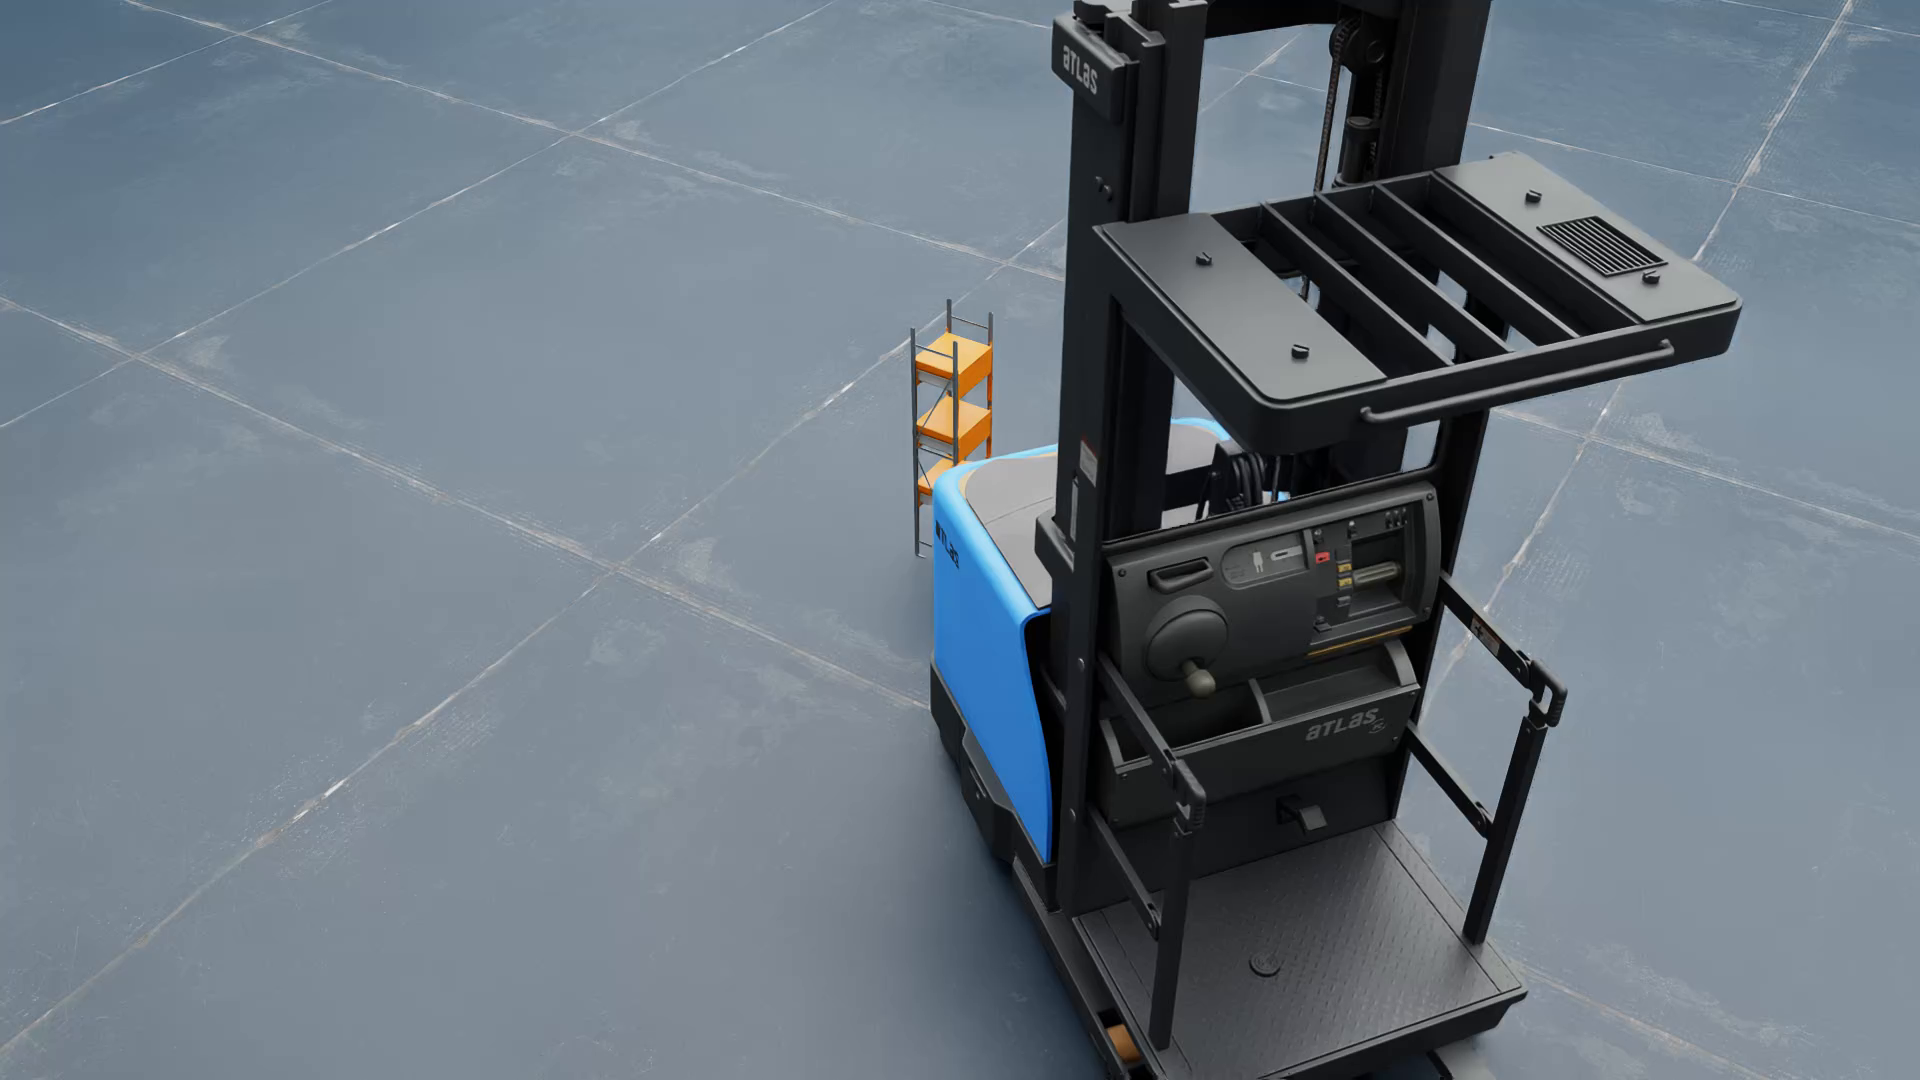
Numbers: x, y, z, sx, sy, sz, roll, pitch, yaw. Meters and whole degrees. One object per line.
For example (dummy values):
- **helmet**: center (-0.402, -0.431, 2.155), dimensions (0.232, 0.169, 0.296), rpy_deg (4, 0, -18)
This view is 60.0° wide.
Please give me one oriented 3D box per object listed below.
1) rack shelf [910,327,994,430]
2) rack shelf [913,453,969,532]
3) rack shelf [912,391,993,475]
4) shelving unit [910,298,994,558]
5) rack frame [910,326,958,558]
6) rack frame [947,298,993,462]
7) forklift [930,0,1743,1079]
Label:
- **rack shelf**: center (-0.029, -0.605, 6.227), dimensions (0.215, 0.259, 0.240), rpy_deg (21, 42, 25)
- **rack shelf**: center (-0.029, -0.160, 6.570), dimensions (0.215, 0.259, 0.240), rpy_deg (21, 42, 25)
- **rack shelf**: center (-0.029, -0.380, 6.400), dimensions (0.215, 0.259, 0.240), rpy_deg (21, 42, 25)
- **shelving unit**: center (-0.029, -0.388, 6.394), dimensions (0.215, 1.050, 0.252), rpy_deg (21, 42, 25)
- **rack frame**: center (-0.094, -0.325, 6.312), dimensions (0.200, 1.050, 0.008), rpy_deg (21, 42, 25)
- **rack frame**: center (0.037, -0.451, 6.475), dimensions (0.200, 1.050, 0.008), rpy_deg (21, 42, 25)
- **forklift**: center (0.895, 0.202, 4.087), dimensions (1.130, 2.935, 3.031), rpy_deg (-13, 40, -16)
